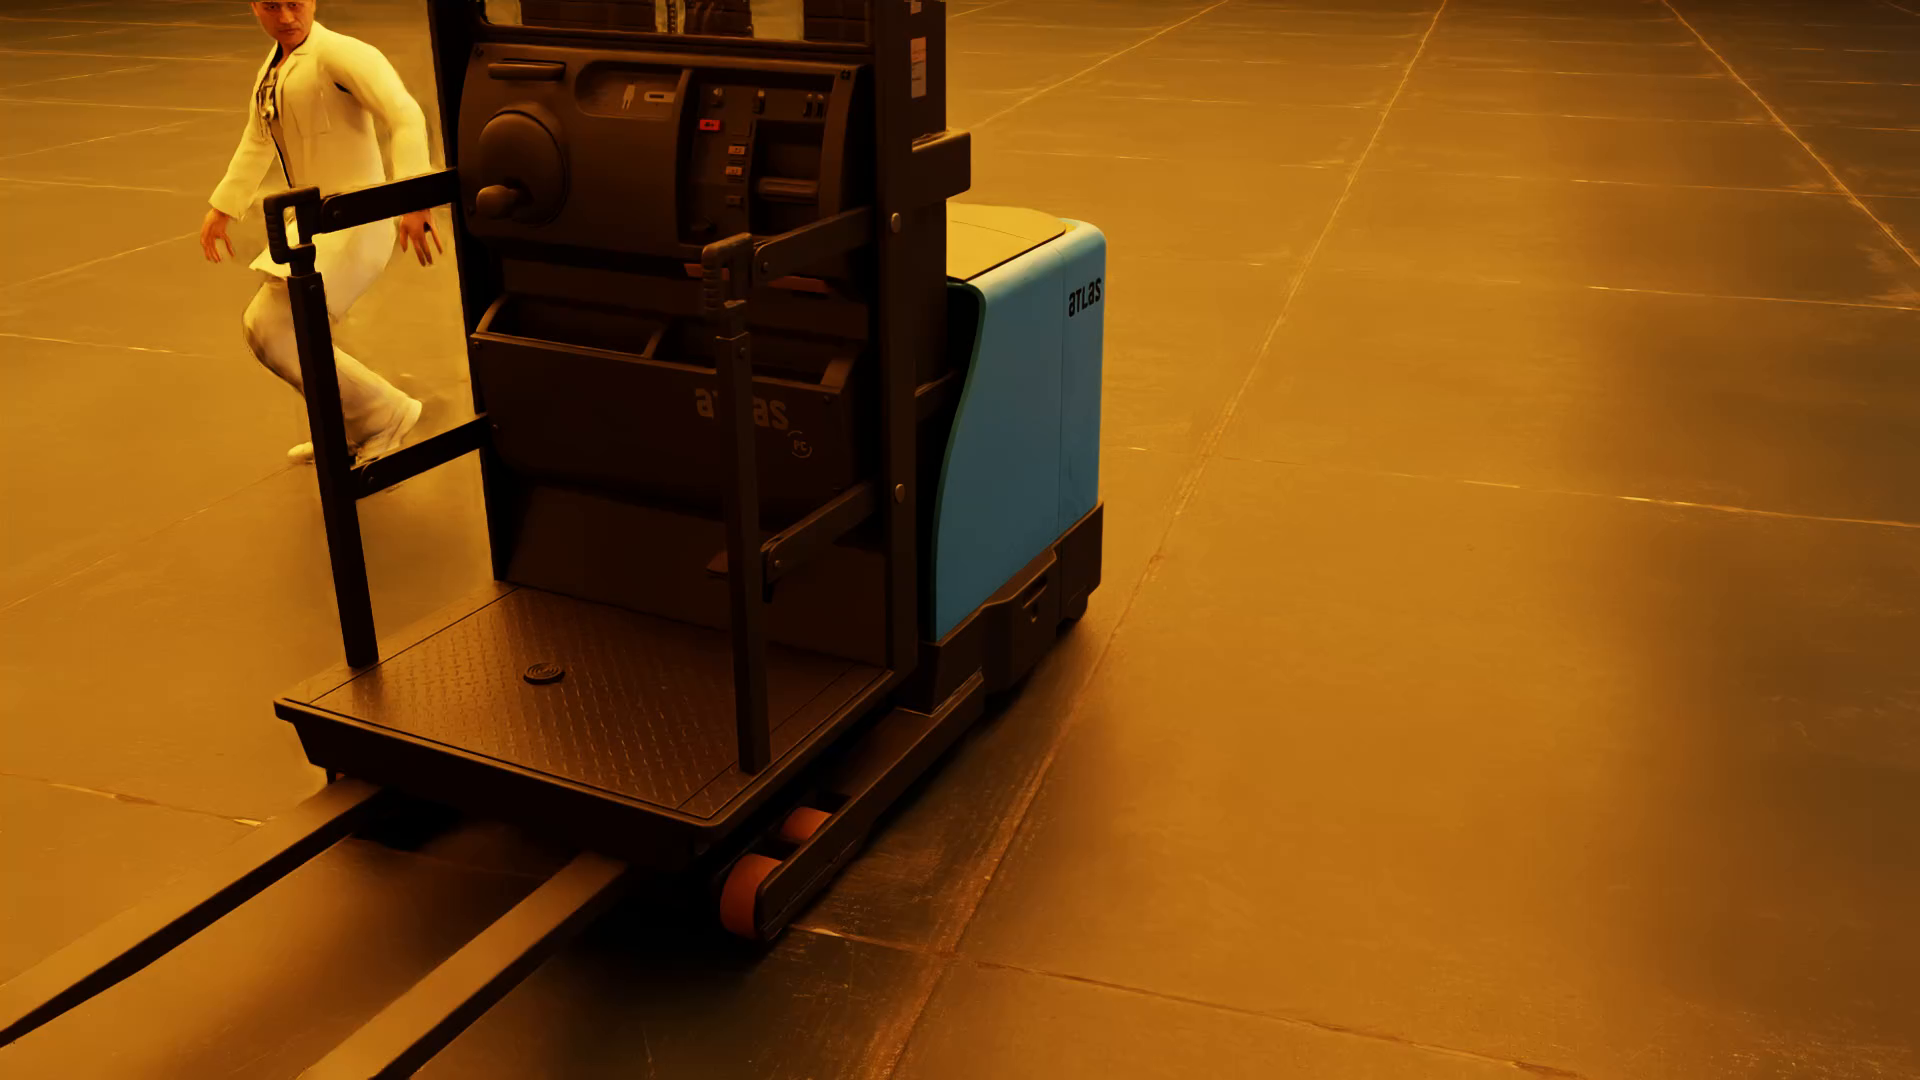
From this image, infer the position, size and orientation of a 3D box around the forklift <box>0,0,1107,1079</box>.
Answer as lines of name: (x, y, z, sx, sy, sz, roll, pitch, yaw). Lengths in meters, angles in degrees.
forklift: (-0.712, -0.767, 3.139, 1.130, 2.935, 3.031, 11, 25, 24)

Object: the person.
person: (-2.074, -0.995, 5.369, 0.650, 1.677, 0.868, -13, 26, -28)
